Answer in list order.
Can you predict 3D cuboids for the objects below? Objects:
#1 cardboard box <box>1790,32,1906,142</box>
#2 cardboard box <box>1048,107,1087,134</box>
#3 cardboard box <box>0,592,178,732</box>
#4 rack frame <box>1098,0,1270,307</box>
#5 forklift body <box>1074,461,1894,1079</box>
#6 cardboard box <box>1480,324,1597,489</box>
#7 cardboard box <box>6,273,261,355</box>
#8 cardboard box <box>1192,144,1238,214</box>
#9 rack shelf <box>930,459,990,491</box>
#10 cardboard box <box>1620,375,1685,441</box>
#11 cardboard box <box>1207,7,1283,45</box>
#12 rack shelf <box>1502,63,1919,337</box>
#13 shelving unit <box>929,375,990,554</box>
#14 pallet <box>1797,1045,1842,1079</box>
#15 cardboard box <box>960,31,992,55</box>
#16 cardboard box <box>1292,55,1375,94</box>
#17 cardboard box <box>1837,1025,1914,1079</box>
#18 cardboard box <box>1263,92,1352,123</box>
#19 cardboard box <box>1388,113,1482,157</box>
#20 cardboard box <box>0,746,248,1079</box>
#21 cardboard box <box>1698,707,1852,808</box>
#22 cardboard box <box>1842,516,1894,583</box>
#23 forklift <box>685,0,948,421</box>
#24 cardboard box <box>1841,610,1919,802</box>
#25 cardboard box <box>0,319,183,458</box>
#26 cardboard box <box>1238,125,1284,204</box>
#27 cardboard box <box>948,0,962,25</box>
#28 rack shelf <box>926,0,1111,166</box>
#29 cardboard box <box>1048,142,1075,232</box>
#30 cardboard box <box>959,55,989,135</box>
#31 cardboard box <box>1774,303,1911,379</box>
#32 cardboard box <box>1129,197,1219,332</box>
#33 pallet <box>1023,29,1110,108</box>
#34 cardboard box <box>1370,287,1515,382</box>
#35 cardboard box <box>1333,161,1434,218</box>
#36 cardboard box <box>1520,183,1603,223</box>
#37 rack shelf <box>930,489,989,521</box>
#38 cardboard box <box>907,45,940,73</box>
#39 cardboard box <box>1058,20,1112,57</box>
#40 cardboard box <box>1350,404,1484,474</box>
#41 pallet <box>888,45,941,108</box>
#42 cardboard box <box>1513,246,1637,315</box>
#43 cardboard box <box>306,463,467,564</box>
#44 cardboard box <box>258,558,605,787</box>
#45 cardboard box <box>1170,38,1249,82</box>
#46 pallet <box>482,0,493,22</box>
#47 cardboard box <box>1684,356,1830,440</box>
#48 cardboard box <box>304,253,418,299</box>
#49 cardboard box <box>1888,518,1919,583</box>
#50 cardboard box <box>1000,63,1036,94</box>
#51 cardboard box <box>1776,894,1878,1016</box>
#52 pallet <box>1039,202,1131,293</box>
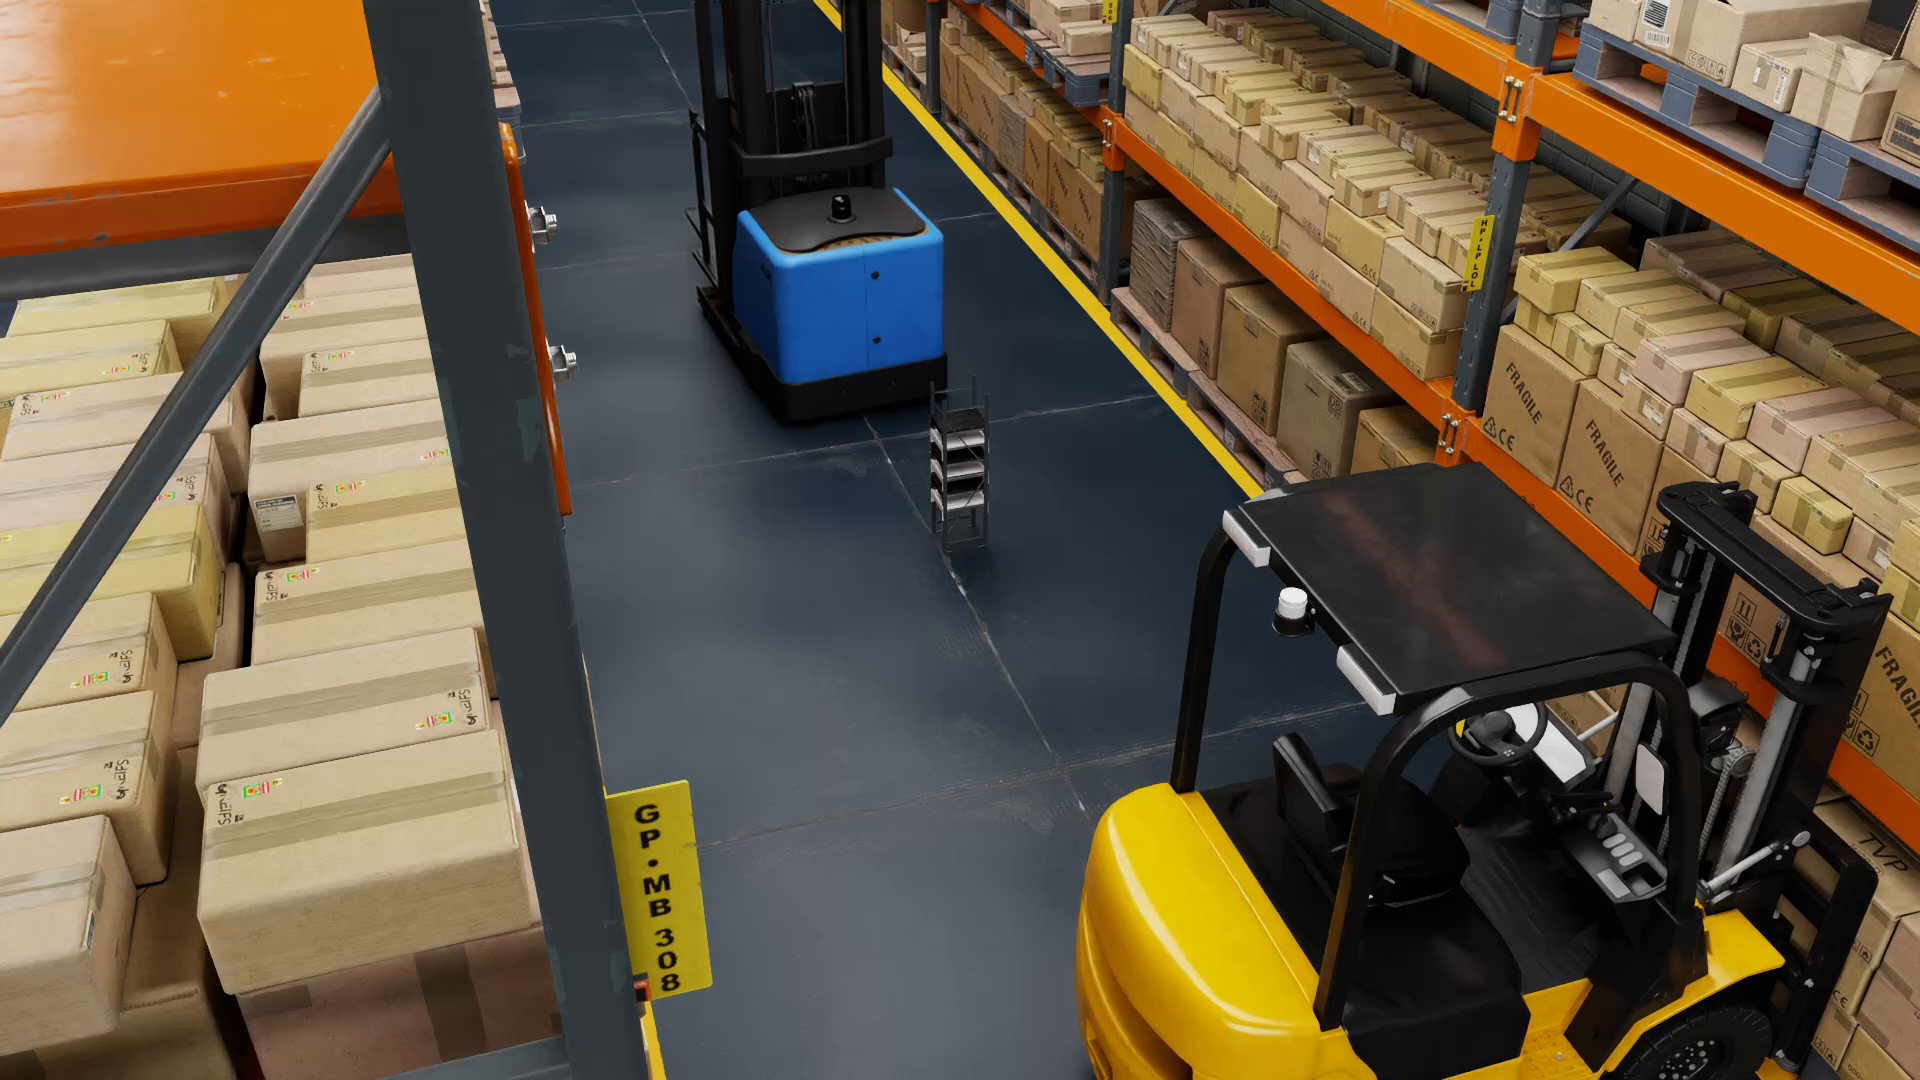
[{"bbox_3d":[2.807,-1.404,5.083,0.396,0.266,0.258,-11,35,-16],"label":"cardboard box"},{"bbox_3d":[0.843,-2.972,11.824,0.380,0.149,0.250,-9,35,-13],"label":"cardboard box"},{"bbox_3d":[-1.384,0.235,2.457,0.380,0.149,0.250,-10,35,-15],"label":"cardboard box"},{"bbox_3d":[1.424,-2.922,10.451,1.000,3.000,0.127,-10,35,-15],"label":"rack frame"},{"bbox_3d":[1.548,0.944,5.371,2.313,2.155,1.214,-10,35,-15],"label":"forklift body"},{"bbox_3d":[2.530,-0.587,6.826,0.500,0.500,0.500,-11,35,-16],"label":"cardboard box"},{"bbox_3d":[-1.902,-0.487,3.911,0.500,0.250,0.500,-10,35,-14],"label":"cardboard box"},{"bbox_3d":[1.639,-2.051,9.269,0.500,0.250,0.500,-11,35,-16],"label":"cardboard box"},{"bbox_3d":[-0.002,-0.352,8.527,0.258,0.077,0.200,-10,35,-15],"label":"rack shelf"},{"bbox_3d":[2.682,-0.513,6.126,0.380,0.149,0.250,-9,35,-14],"label":"cardboard box"},{"bbox_3d":[1.716,-3.097,10.038,0.380,0.149,0.250,-9,34,-13],"label":"cardboard box"},{"bbox_3d":[3.254,-0.723,5.055,1.077,0.370,4.000,-10,35,-15],"label":"rack shelf"},{"bbox_3d":[-0.002,-0.380,8.508,0.258,0.900,0.210,-10,35,-15],"label":"shelving unit"},{"bbox_3d":[3.591,2.047,5.460,1.003,0.211,1.213,-10,35,-15],"label":"pallet"},{"bbox_3d":[0.218,-4.059,13.471,0.380,0.149,0.250,-11,35,-16],"label":"cardboard box"},{"bbox_3d":[2.070,-2.565,9.232,0.380,0.149,0.250,-10,35,-15],"label":"cardboard box"},{"bbox_3d":[3.277,1.794,5.427,0.500,0.250,0.500,-10,35,-15],"label":"cardboard box"},{"bbox_3d":[1.815,-2.221,8.711,0.380,0.149,0.250,-10,35,-15],"label":"cardboard box"},{"bbox_3d":[2.402,-2.033,8.427,0.380,0.149,0.250,-10,35,-15],"label":"cardboard box"},{"bbox_3d":[-1.275,0.579,2.299,0.500,0.250,0.500,-10,35,-15],"label":"cardboard box"},{"bbox_3d":[2.954,0.846,5.955,0.500,0.250,0.500,-11,35,-16],"label":"cardboard box"},{"bbox_3d":[3.086,0.015,5.327,0.380,0.149,0.250,-10,35,-15],"label":"cardboard box"},{"bbox_3d":[-1.096,-2.719,10.206,1.130,2.935,3.031,-13,35,-18],"label":"forklift"},{"bbox_3d":[3.158,0.479,5.213,0.500,0.500,0.500,-11,35,-16],"label":"cardboard box"},{"bbox_3d":[-1.746,-0.292,3.254,0.380,0.149,0.250,-9,35,-14],"label":"cardboard box"},{"bbox_3d":[1.800,-1.989,8.722,0.500,0.250,0.500,-10,35,-14],"label":"cardboard box"},{"bbox_3d":[0.117,-4.326,13.604,0.380,0.149,0.250,-11,35,-16],"label":"cardboard box"},{"bbox_3d":[0.814,-3.672,12.238,1.077,0.370,4.000,-10,35,-15],"label":"rack shelf"},{"bbox_3d":[0.947,-2.505,11.706,0.500,0.500,0.500,-11,35,-15],"label":"cardboard box"},{"bbox_3d":[0.309,-3.585,13.340,0.500,0.500,0.500,-10,35,-15],"label":"cardboard box"},{"bbox_3d":[3.295,-0.745,6.208,0.380,0.149,0.250,-11,35,-16],"label":"cardboard box"},{"bbox_3d":[1.601,-1.777,10.491,0.875,0.625,0.625,-9,34,-13],"label":"cardboard box"},{"bbox_3d":[1.150,-3.186,11.025,1.213,0.211,1.003,-10,35,-15],"label":"pallet"},{"bbox_3d":[2.241,-0.980,7.648,0.500,0.250,0.500,-9,35,-14],"label":"cardboard box"},{"bbox_3d":[2.001,-1.662,7.865,0.380,0.149,0.250,-11,35,-16],"label":"cardboard box"},{"bbox_3d":[2.709,-1.504,7.627,0.380,0.149,0.250,-11,35,-16],"label":"cardboard box"},{"bbox_3d":[-0.002,-0.202,8.626,0.258,0.077,0.200,-10,35,-15],"label":"rack shelf"},{"bbox_3d":[-0.246,-4.251,14.667,0.380,0.149,0.250,-11,35,-16],"label":"cardboard box"},{"bbox_3d":[0.858,-3.273,10.829,0.380,0.149,0.250,-9,35,-14],"label":"cardboard box"},{"bbox_3d":[2.474,-0.278,8.223,0.875,0.625,0.625,-8,34,-13],"label":"cardboard box"},{"bbox_3d":[-0.005,-4.219,14.944,1.003,0.211,1.213,-10,35,-15],"label":"pallet"},{"bbox_3d":[2.458,-1.041,6.656,0.380,0.149,0.250,-9,35,-14],"label":"cardboard box"},{"bbox_3d":[-0.891,-0.001,2.814,0.380,0.149,0.250,-10,35,-15],"label":"cardboard box"},{"bbox_3d":[-0.906,0.227,2.831,0.500,0.250,0.500,-11,35,-15],"label":"cardboard box"},{"bbox_3d":[1.426,-2.747,9.507,0.380,0.149,0.250,-9,35,-13],"label":"cardboard box"},{"bbox_3d":[-2.488,-2.044,6.572,1.213,0.211,1.003,-10,35,-15],"label":"pallet"},{"bbox_3d":[2.796,-0.502,5.840,0.380,0.149,0.250,-11,35,-15],"label":"cardboard box"},{"bbox_3d":[-1.214,-0.537,3.625,0.380,0.149,0.250,-10,35,-14],"label":"cardboard box"},{"bbox_3d":[3.069,0.036,5.026,0.380,0.149,0.250,-9,35,-14],"label":"cardboard box"},{"bbox_3d":[0.517,-3.517,12.649,0.380,0.149,0.250,-9,34,-13],"label":"cardboard box"},{"bbox_3d":[3.097,1.306,5.712,0.500,0.250,0.500,-11,35,-16],"label":"cardboard box"},{"bbox_3d":[1.232,-2.157,11.823,1.003,0.211,1.213,-10,35,-15],"label":"pallet"}]
